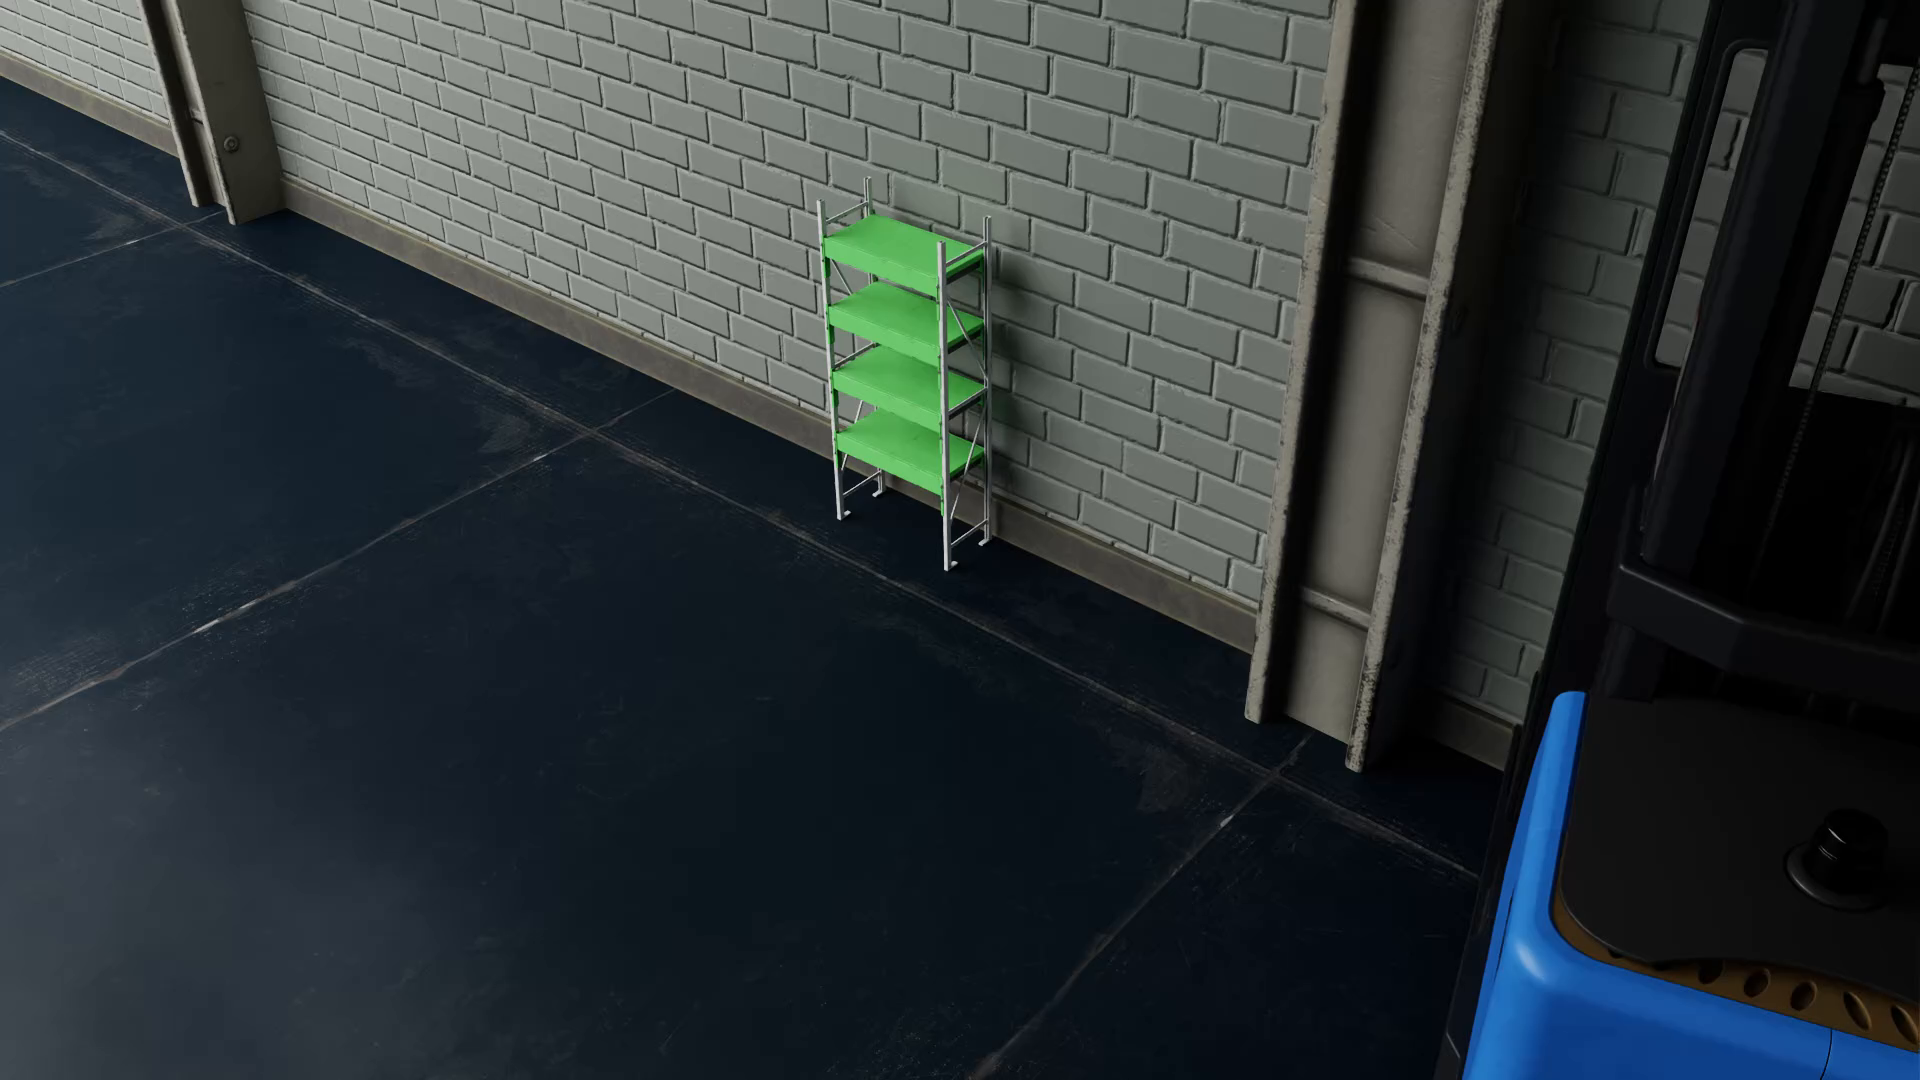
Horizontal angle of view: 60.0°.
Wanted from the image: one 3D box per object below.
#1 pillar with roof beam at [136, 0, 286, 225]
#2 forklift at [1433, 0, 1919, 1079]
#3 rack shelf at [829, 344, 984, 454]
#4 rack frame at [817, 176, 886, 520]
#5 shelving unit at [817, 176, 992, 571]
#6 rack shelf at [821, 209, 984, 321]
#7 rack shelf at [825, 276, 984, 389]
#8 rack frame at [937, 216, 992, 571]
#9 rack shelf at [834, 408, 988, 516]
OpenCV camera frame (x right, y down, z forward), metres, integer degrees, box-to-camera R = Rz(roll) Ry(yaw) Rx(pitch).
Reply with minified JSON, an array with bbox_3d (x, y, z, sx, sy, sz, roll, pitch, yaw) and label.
[{"bbox_3d":[-6.266,-3.476,2.863,0.400,9.000,9.100,25,42,32],"label":"pillar with roof beam"},{"bbox_3d":[1.978,-0.284,3.575,1.130,2.935,3.031,13,37,19],"label":"forklift"},{"bbox_3d":[-0.167,-0.476,5.492,0.480,0.148,0.258,25,43,31],"label":"rack shelf"},{"bbox_3d":[-0.356,-0.616,5.583,0.015,1.200,0.240,25,43,31],"label":"rack frame"},{"bbox_3d":[-0.167,-0.529,5.455,0.503,1.200,0.258,25,43,31],"label":"shelving unit"},{"bbox_3d":[-0.172,-0.868,5.215,0.480,0.148,0.258,25,43,31],"label":"rack shelf"},{"bbox_3d":[-0.169,-0.672,5.354,0.480,0.148,0.258,25,43,31],"label":"rack shelf"},{"bbox_3d":[0.022,-0.441,5.328,0.015,1.200,0.240,25,43,31],"label":"rack frame"},{"bbox_3d":[-0.164,-0.281,5.631,0.480,0.148,0.258,25,43,31],"label":"rack shelf"}]
